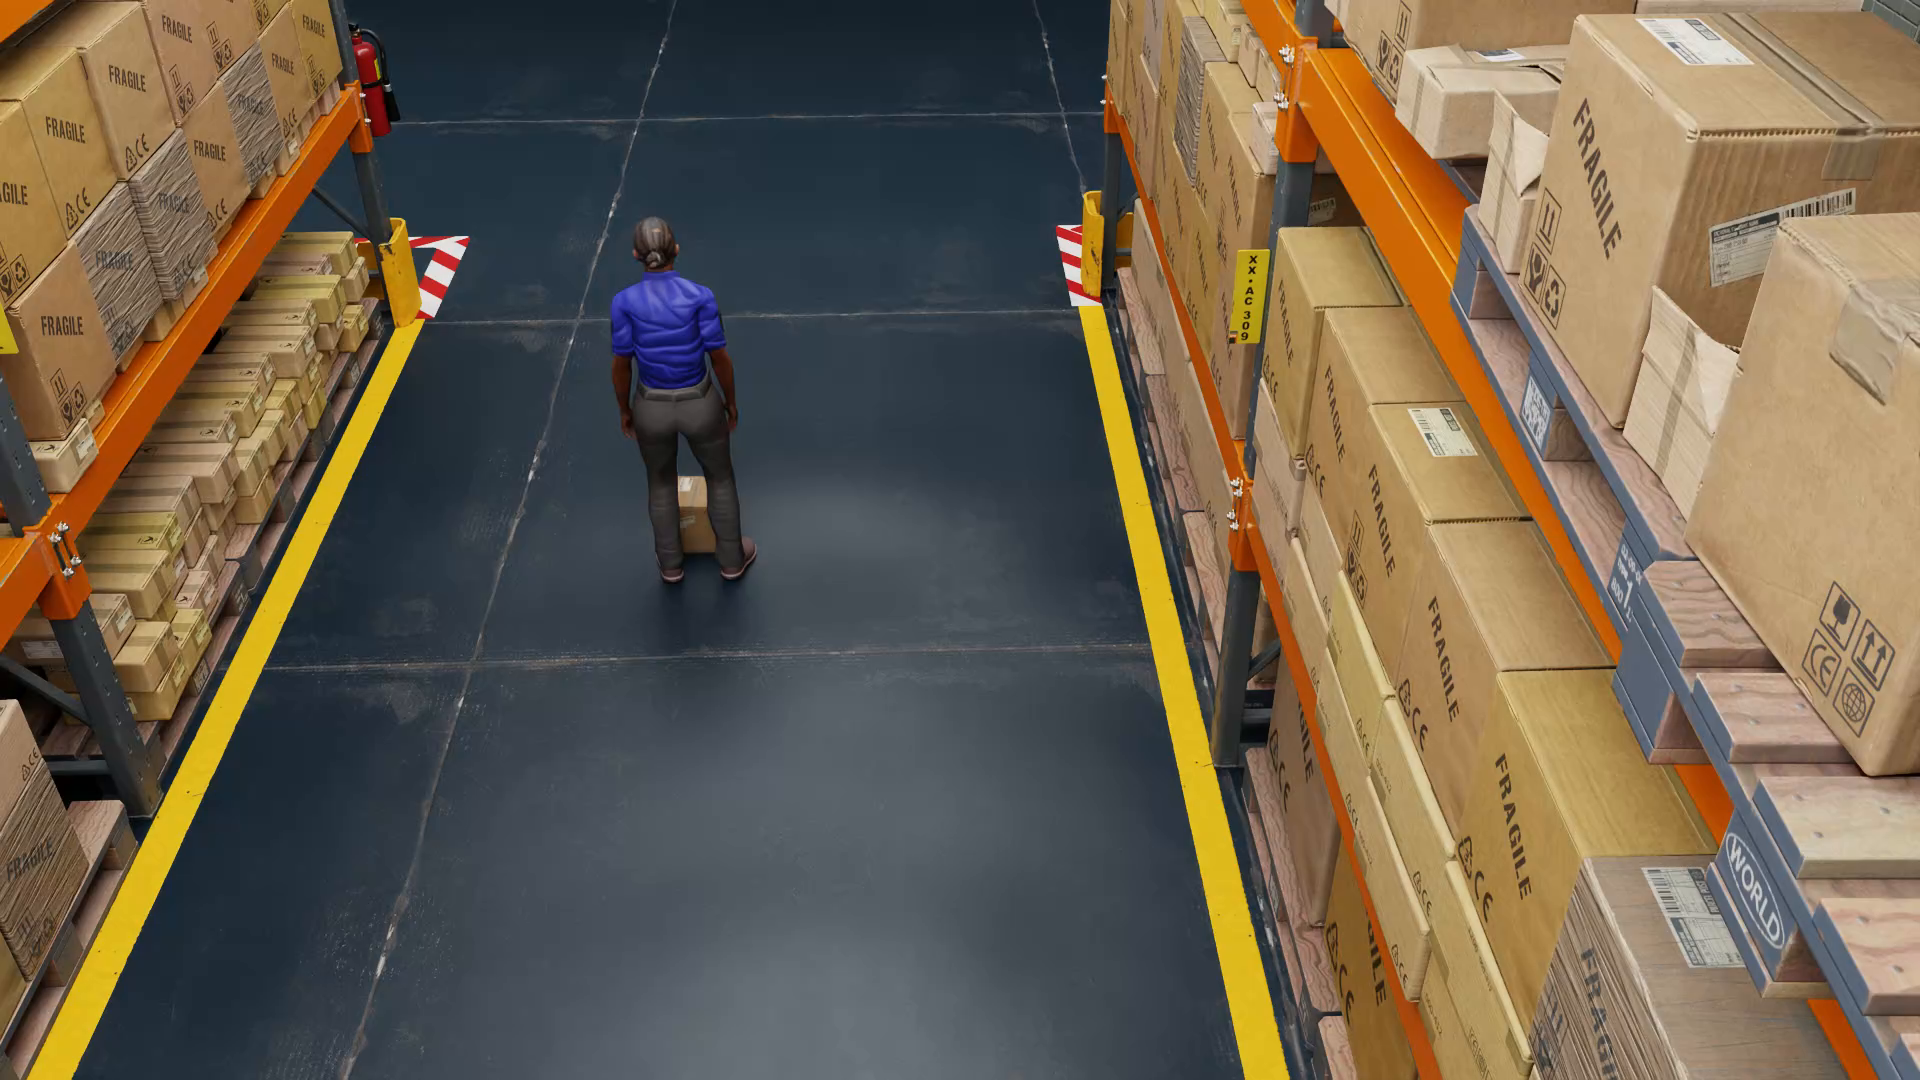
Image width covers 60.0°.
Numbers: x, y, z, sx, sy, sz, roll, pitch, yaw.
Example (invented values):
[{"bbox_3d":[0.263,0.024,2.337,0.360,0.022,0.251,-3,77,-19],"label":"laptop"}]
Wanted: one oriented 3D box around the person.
[{"bbox_3d":[-1.163,-0.550,6.924,0.518,1.653,0.351,-3,36,-4],"label":"person"}]
